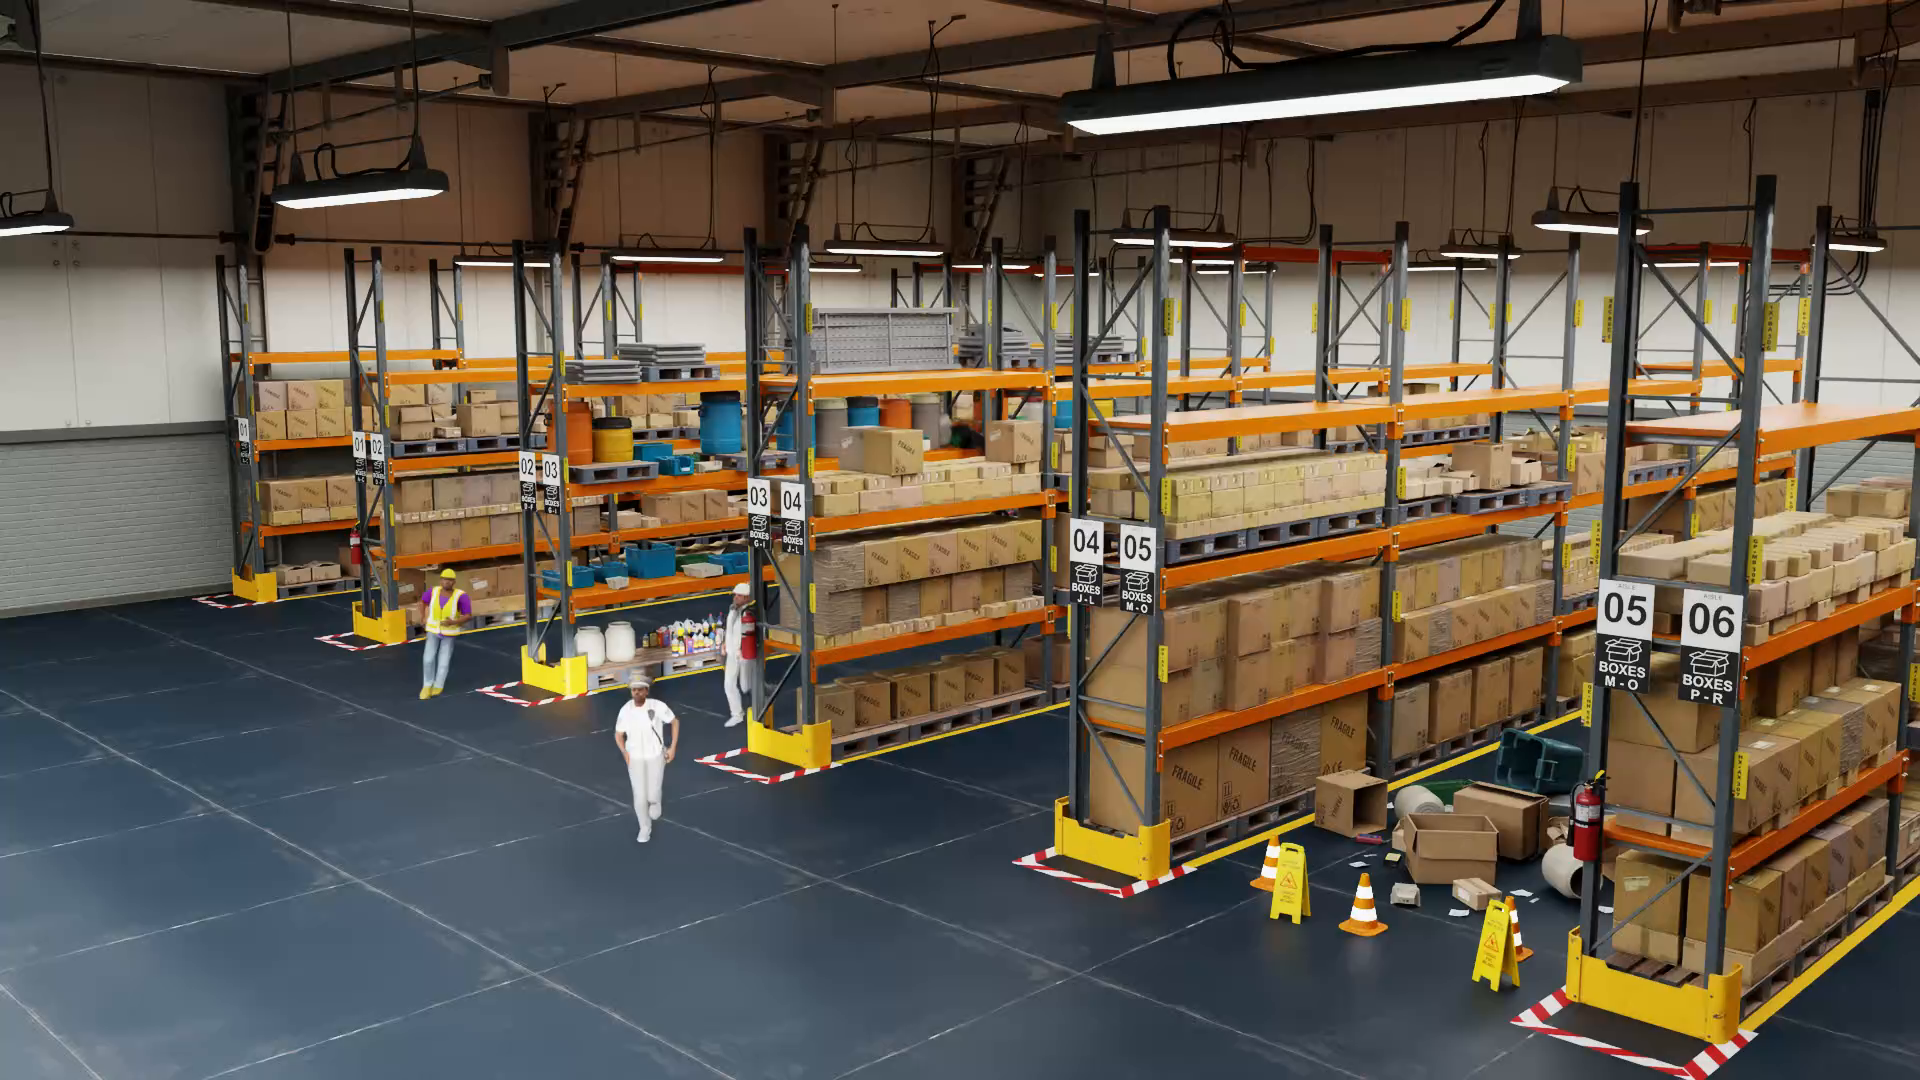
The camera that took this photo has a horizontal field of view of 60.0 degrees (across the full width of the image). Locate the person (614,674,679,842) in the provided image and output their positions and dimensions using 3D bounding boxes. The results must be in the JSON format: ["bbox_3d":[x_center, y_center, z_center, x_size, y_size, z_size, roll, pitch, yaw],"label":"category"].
[{"bbox_3d":[-3.029,2.096,16.057,0.599,1.667,0.625,0,8,-1],"label":"person"}]

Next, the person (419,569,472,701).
[{"bbox_3d":[-6.756,1.232,21.818,0.713,1.753,0.656,-1,8,-10],"label":"person"}]

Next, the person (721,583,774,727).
[{"bbox_3d":[-2.652,1.393,20.640,0.677,1.752,0.767,6,10,36],"label":"person"}]
